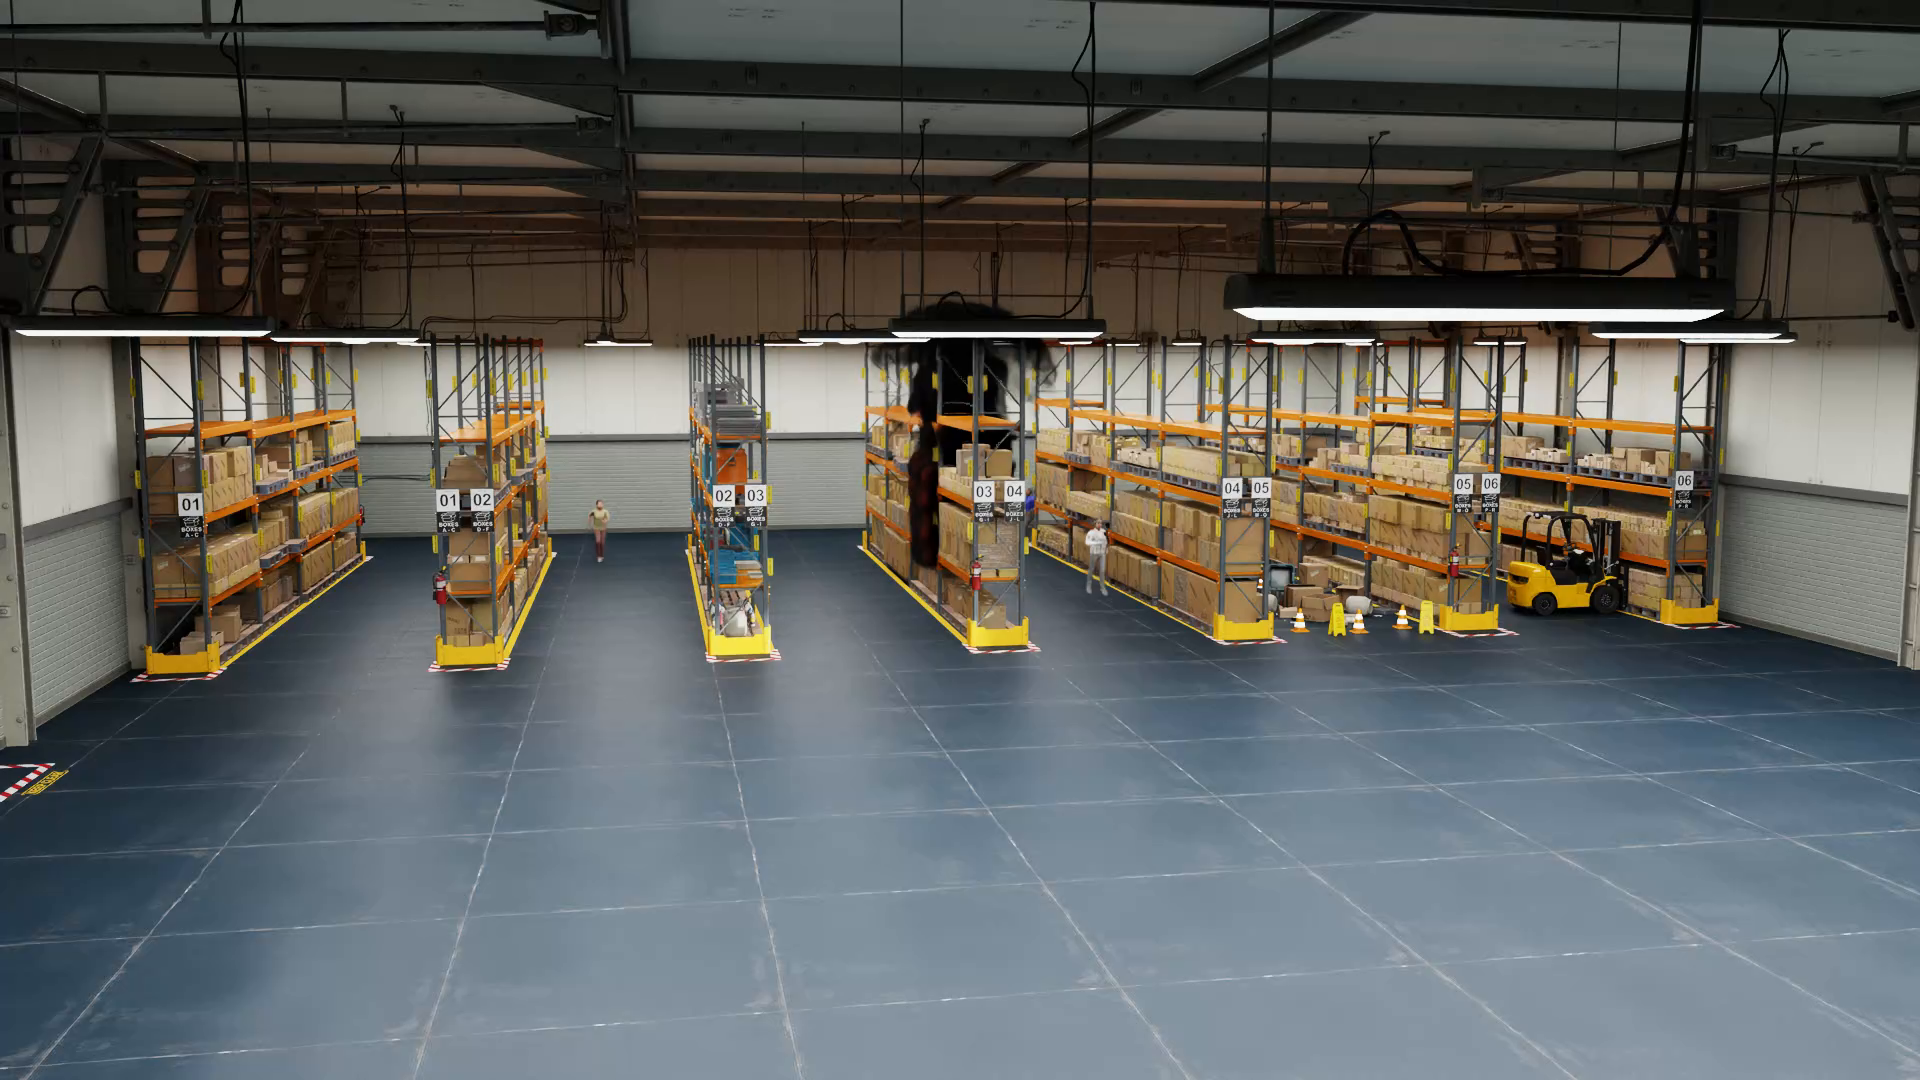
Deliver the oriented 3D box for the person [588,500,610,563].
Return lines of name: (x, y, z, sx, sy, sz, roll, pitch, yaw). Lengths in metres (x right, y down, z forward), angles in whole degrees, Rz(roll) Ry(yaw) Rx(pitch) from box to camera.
person: (-9.713, -0.240, 44.854, 0.543, 1.713, 0.800, -3, 7, -23)

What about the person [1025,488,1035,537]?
person: (2.125, -0.737, 49.551, 0.610, 1.625, 0.586, -4, 8, -30)

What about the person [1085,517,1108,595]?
person: (3.055, 0.344, 36.987, 0.638, 1.743, 0.833, -3, 7, -22)
